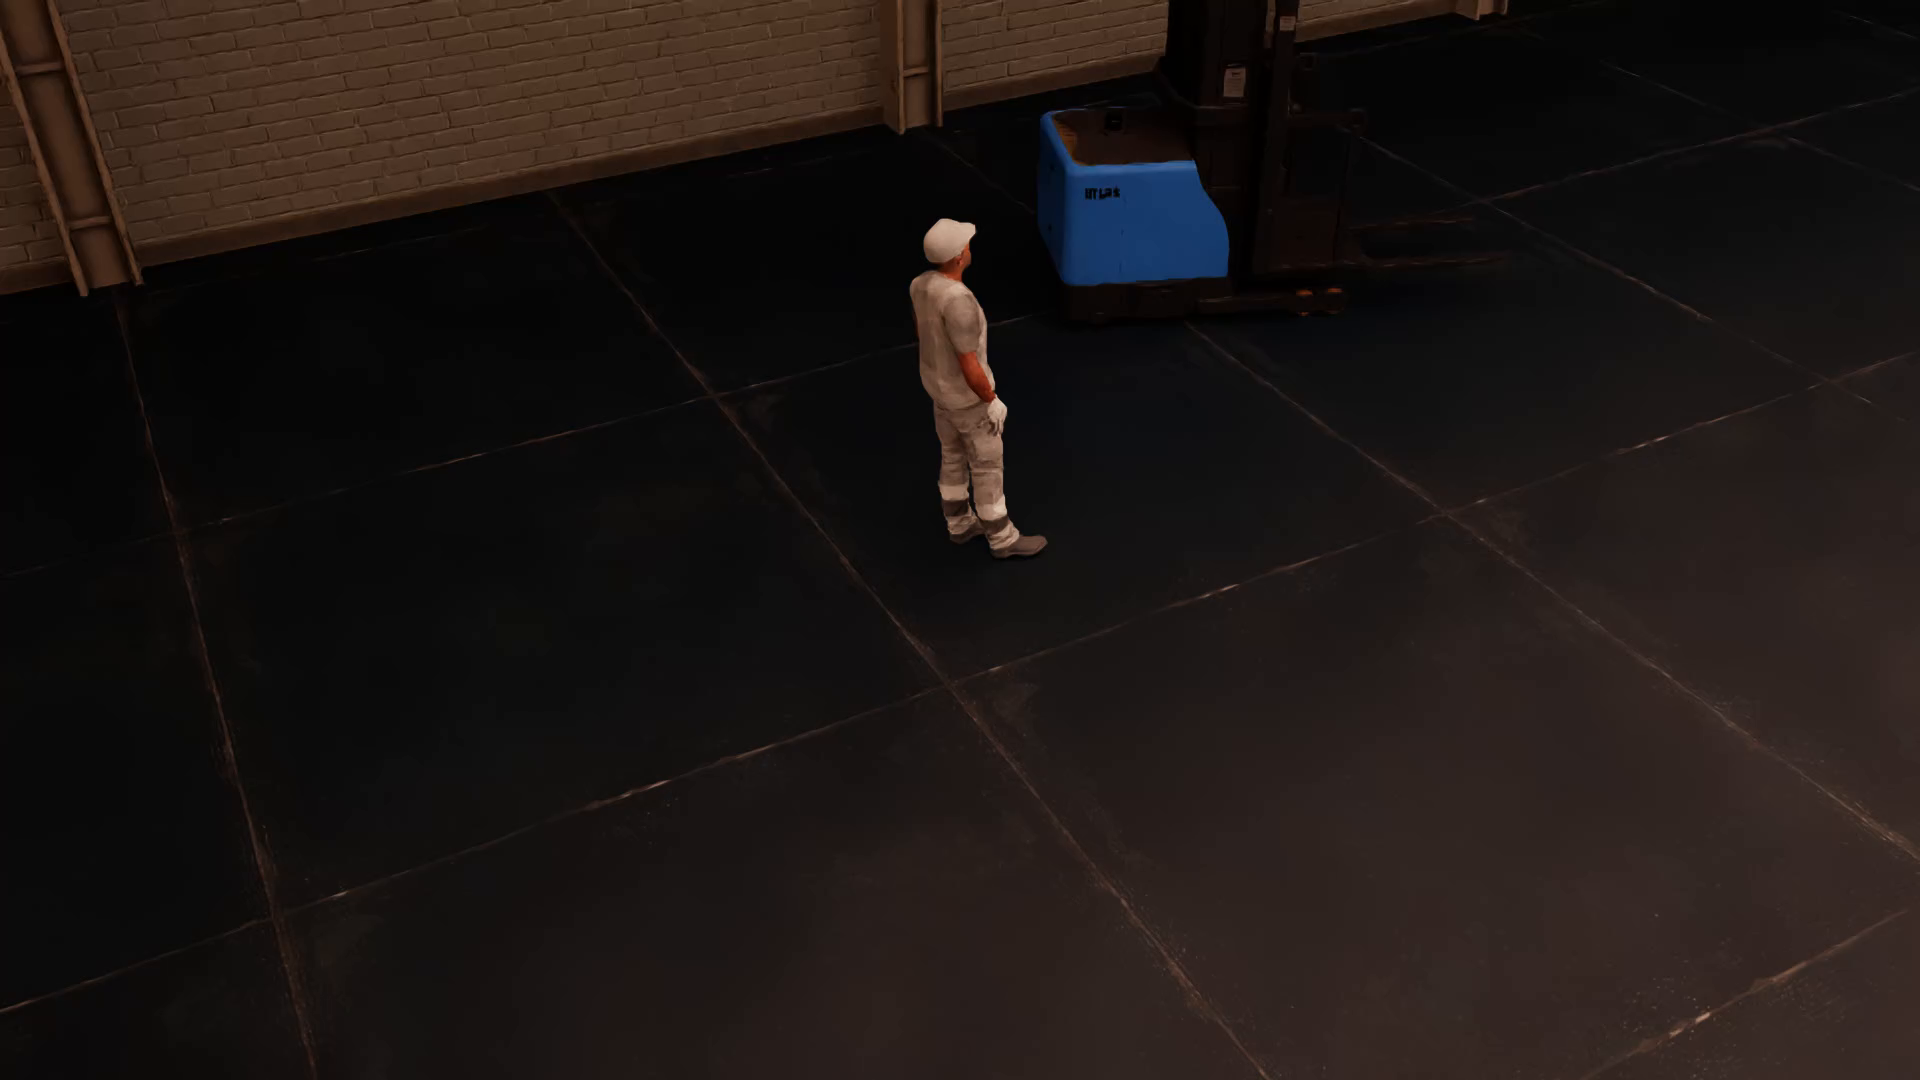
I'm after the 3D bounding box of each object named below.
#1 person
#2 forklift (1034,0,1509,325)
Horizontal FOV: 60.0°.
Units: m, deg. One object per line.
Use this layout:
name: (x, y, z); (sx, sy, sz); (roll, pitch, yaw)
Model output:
person: (0.076, -0.752, 8.165); (0.563, 1.787, 0.637); (-17, 39, -23)
forklift: (2.059, -2.938, 10.279); (3.031, 2.935, 1.130); (-5, 36, -7)
